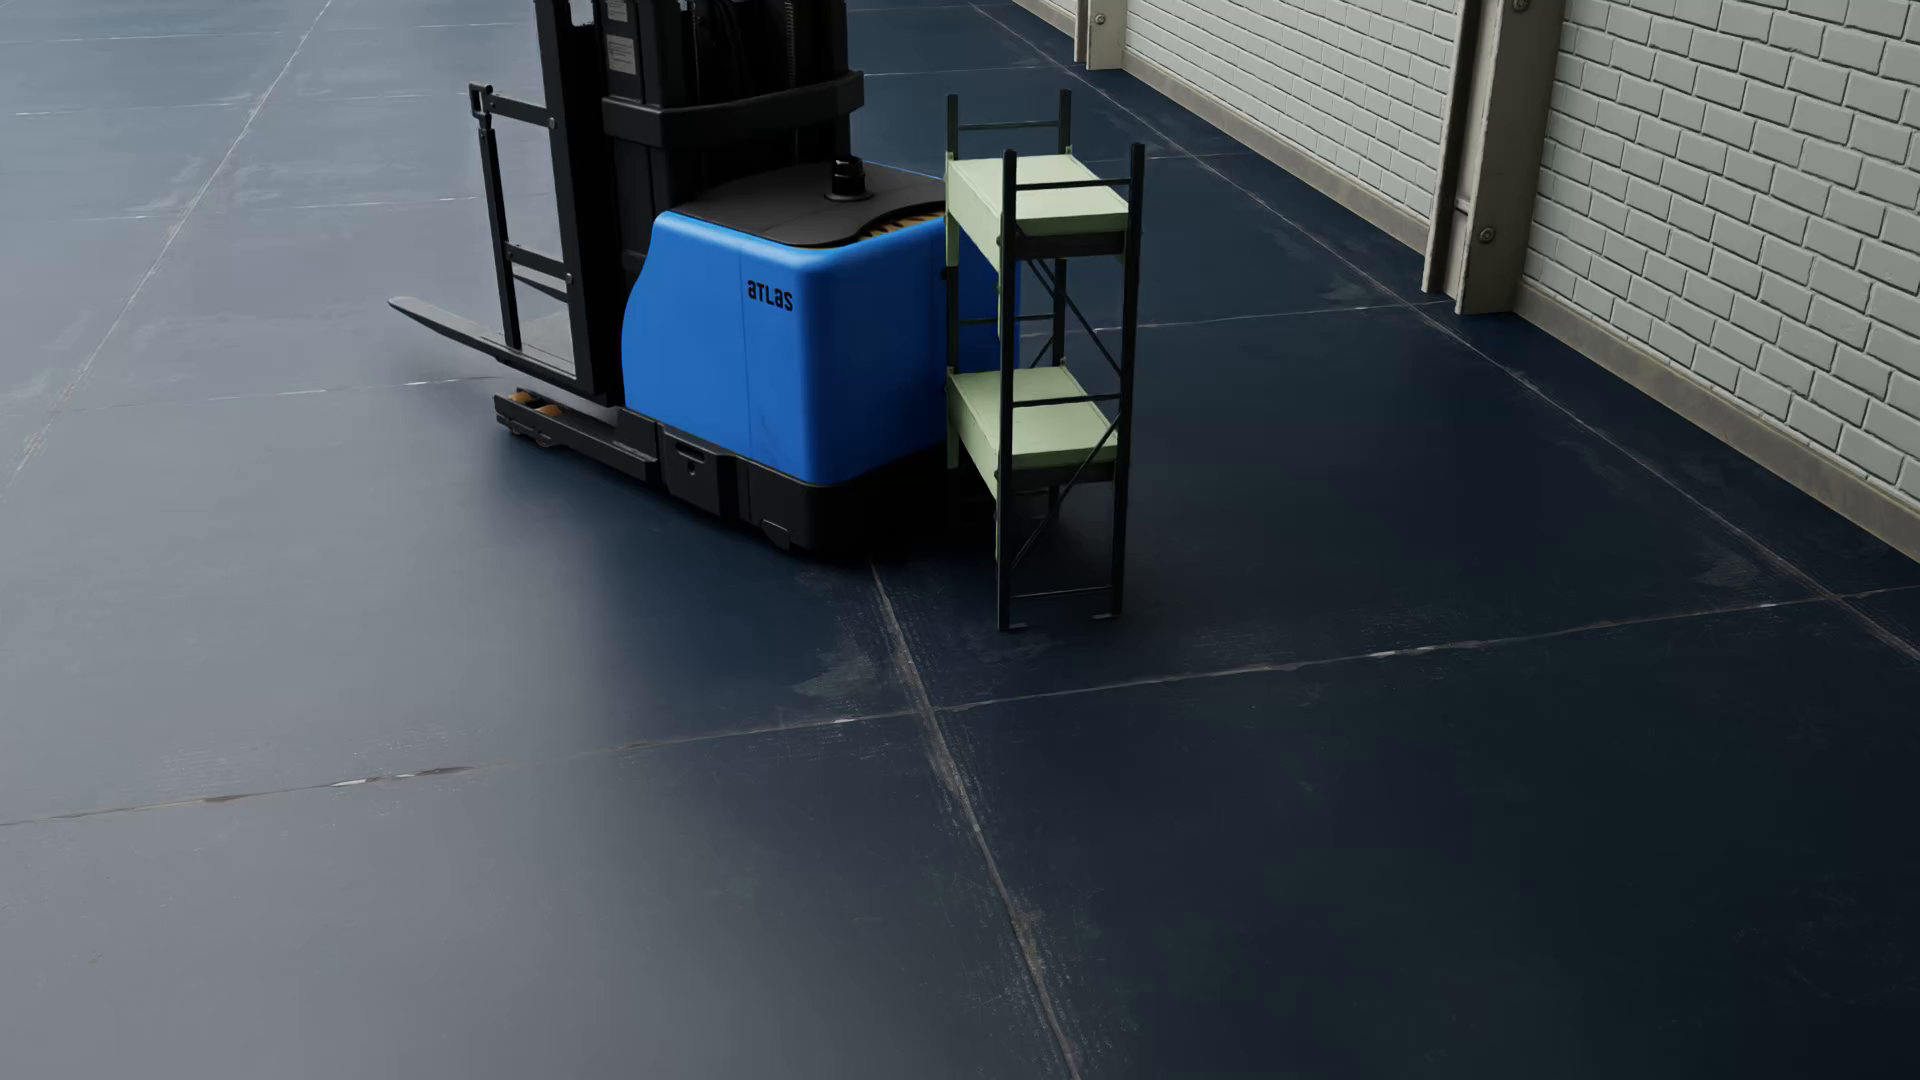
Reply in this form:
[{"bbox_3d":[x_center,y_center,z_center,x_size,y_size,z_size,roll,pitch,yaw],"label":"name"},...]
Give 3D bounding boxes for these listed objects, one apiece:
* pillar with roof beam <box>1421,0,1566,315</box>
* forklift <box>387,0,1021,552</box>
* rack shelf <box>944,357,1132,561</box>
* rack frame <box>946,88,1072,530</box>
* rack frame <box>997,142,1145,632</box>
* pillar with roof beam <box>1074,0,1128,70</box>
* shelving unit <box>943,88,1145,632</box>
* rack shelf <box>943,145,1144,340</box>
[{"bbox_3d":[-1.728,-4.745,5.165,9.100,9.000,0.400,-6,27,-12],"label":"pillar with roof beam"},{"bbox_3d":[-1.196,-1.819,6.101,3.031,2.935,1.130,23,34,37],"label":"forklift"},{"bbox_3d":[0.234,-0.278,5.360,0.431,0.370,0.720,-6,27,-11],"label":"rack shelf"},{"bbox_3d":[0.153,-0.730,5.532,0.400,1.500,0.023,-6,27,-11],"label":"rack frame"},{"bbox_3d":[0.314,-0.408,4.894,0.400,1.500,0.023,-6,27,-11],"label":"rack frame"},{"bbox_3d":[-3.080,-7.379,10.383,9.100,9.000,0.400,-6,27,-12],"label":"pillar with roof beam"},{"bbox_3d":[0.234,-0.569,5.213,0.431,1.500,0.755,-6,27,-11],"label":"shelving unit"},{"bbox_3d":[0.234,-0.918,5.037,0.431,0.370,0.720,-6,27,-11],"label":"rack shelf"}]
